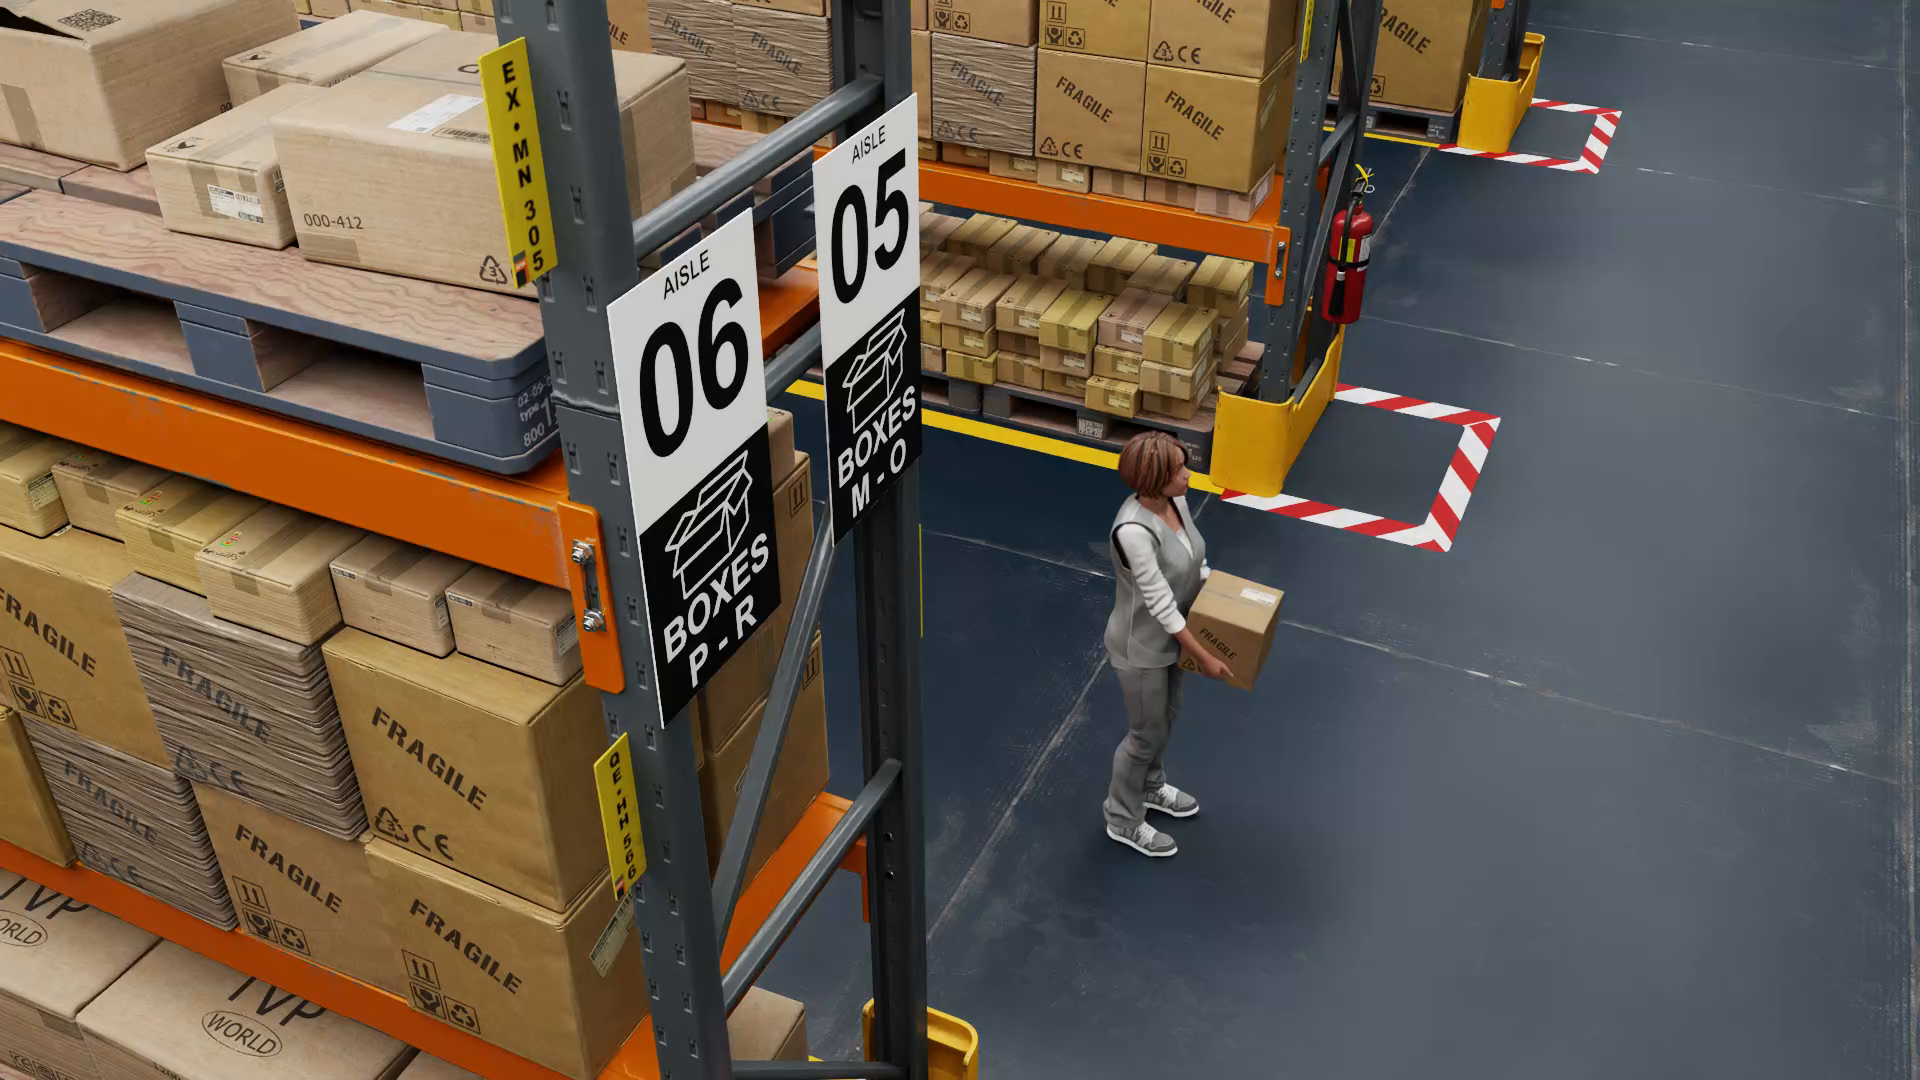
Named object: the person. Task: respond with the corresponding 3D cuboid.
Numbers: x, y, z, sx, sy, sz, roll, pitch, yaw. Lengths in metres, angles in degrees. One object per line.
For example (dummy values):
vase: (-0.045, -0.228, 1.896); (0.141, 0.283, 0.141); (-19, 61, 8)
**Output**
person: (0.729, 0.362, 5.614); (0.480, 1.598, 0.412); (15, 37, 20)
